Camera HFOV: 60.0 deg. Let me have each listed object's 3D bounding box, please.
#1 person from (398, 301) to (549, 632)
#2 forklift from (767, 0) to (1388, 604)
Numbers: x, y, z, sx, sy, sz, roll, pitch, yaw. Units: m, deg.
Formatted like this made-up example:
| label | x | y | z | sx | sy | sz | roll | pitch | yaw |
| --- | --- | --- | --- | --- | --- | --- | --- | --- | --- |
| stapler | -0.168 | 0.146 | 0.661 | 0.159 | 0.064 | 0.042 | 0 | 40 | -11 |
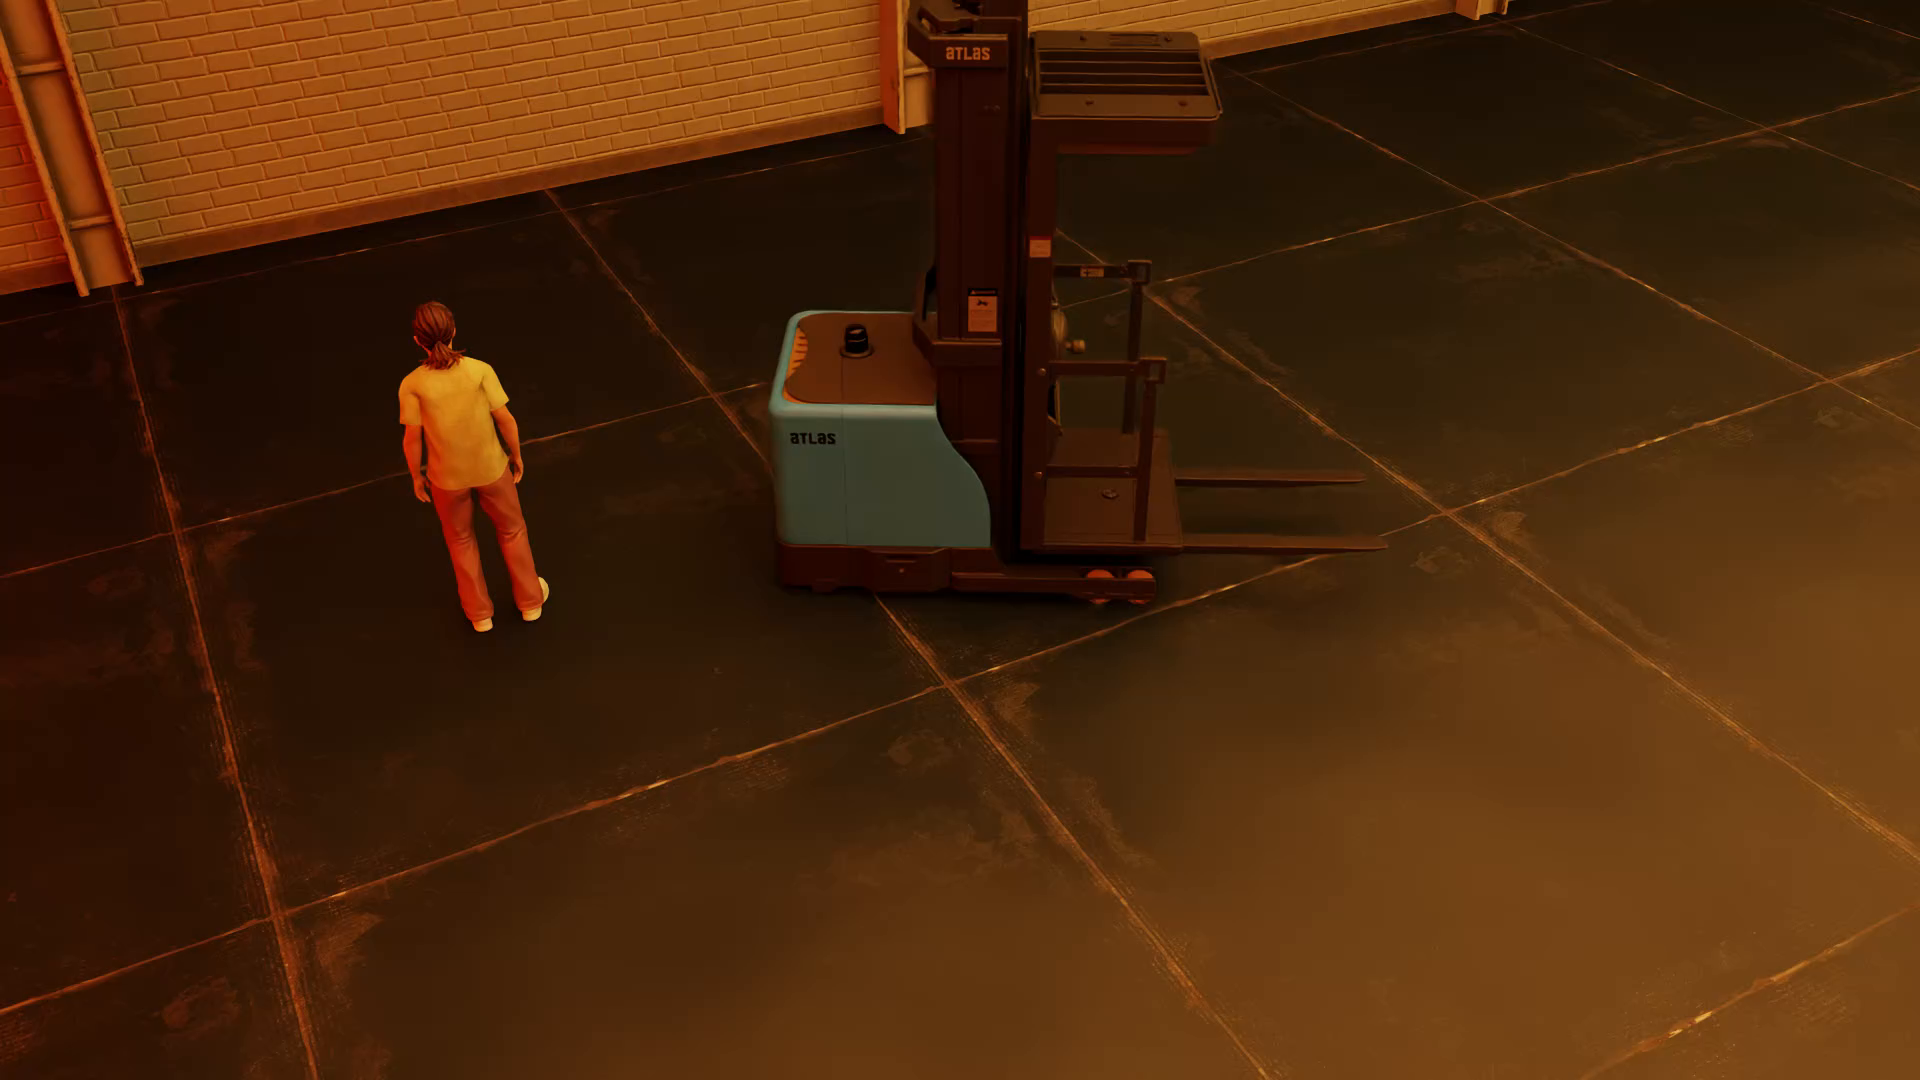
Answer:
| label | x | y | z | sx | sy | sz | roll | pitch | yaw |
| --- | --- | --- | --- | --- | --- | --- | --- | --- | --- |
| person | -2.260 | -0.317 | 7.664 | 0.523 | 1.671 | 0.358 | -12 | 37 | -17 |
| forklift | 0.614 | -1.194 | 7.812 | 3.031 | 2.935 | 1.130 | 1 | 35 | 1 |
